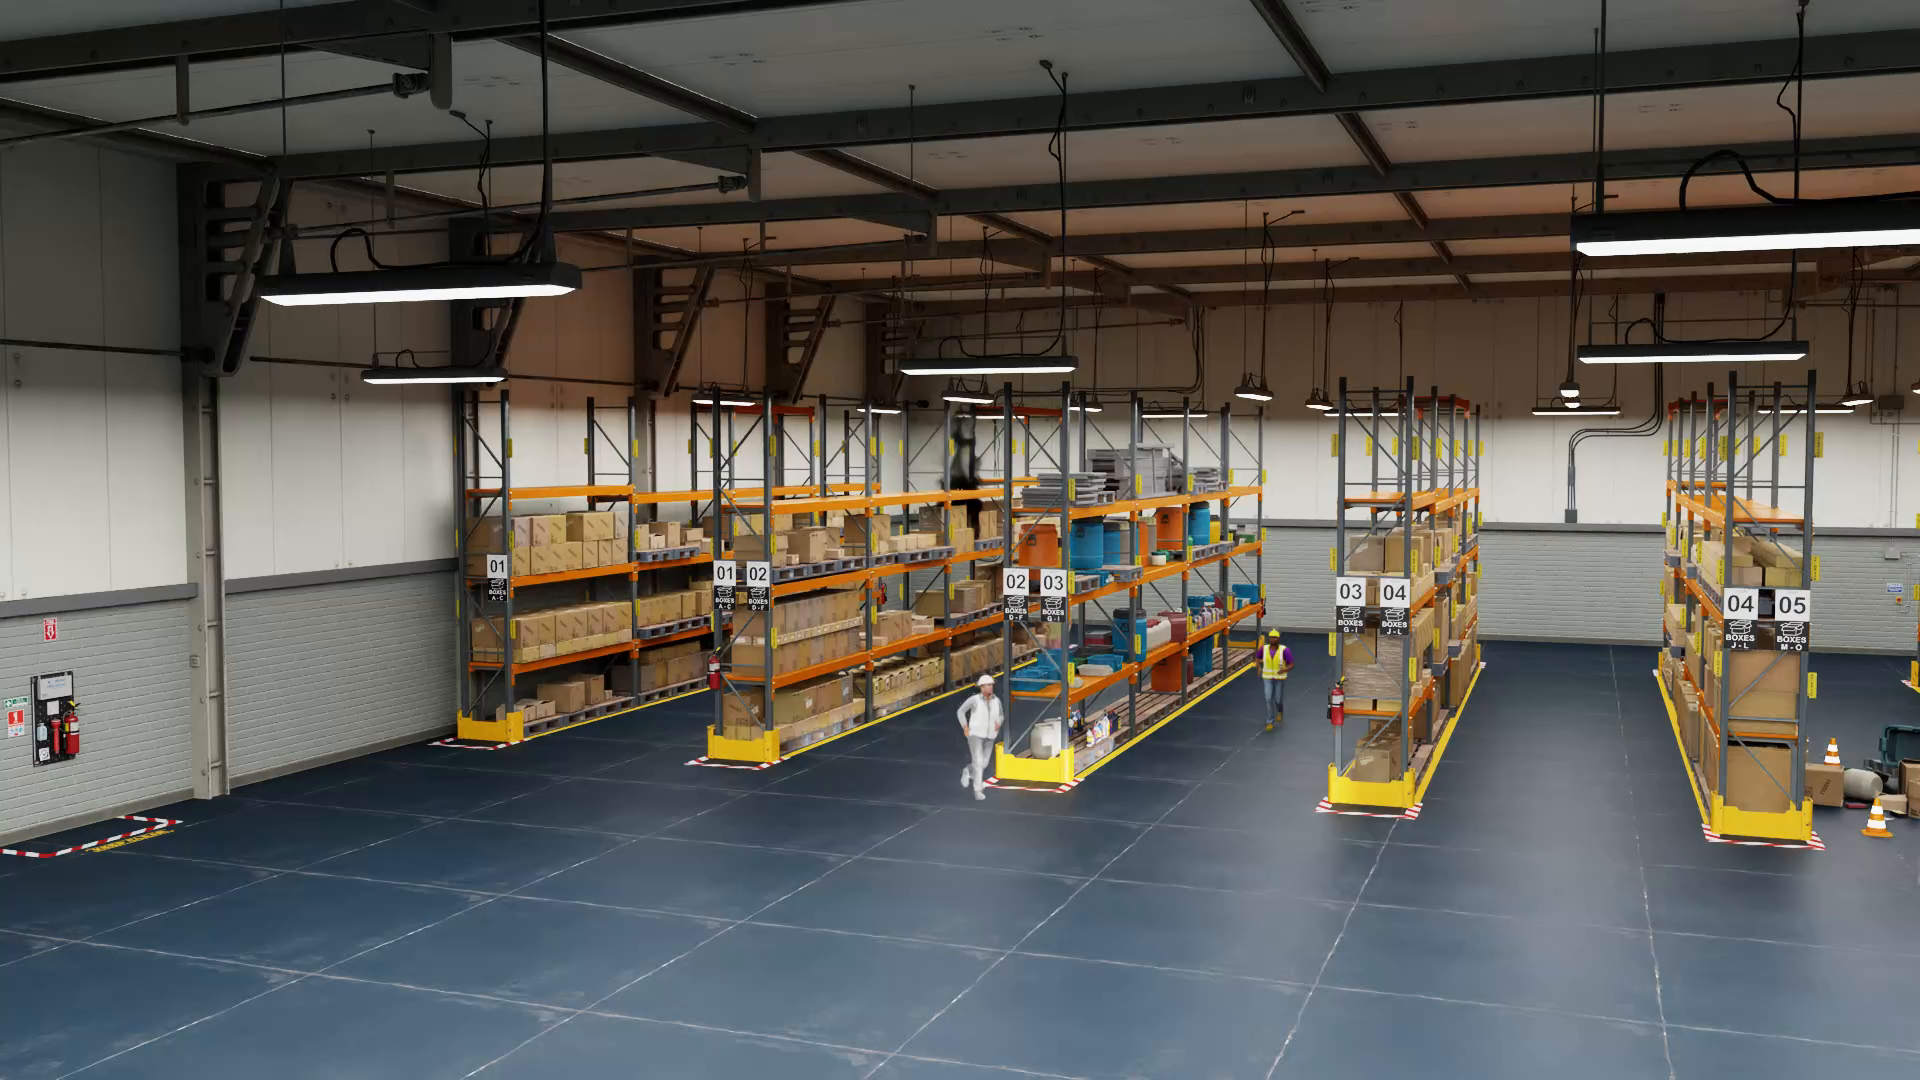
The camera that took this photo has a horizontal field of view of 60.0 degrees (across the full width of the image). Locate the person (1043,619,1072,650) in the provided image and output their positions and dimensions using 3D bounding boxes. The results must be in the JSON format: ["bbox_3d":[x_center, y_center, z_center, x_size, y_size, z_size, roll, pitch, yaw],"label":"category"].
[{"bbox_3d":[1.943,2.030,33.823,0.566,1.657,0.555,1,3,21],"label":"person"}]

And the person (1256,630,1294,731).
[{"bbox_3d":[5.591,2.474,29.608,0.708,1.752,0.936,1,3,17],"label":"person"}]

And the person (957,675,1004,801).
[{"bbox_3d":[0.334,2.810,23.873,0.701,1.738,0.861,-2,3,-26],"label":"person"}]
